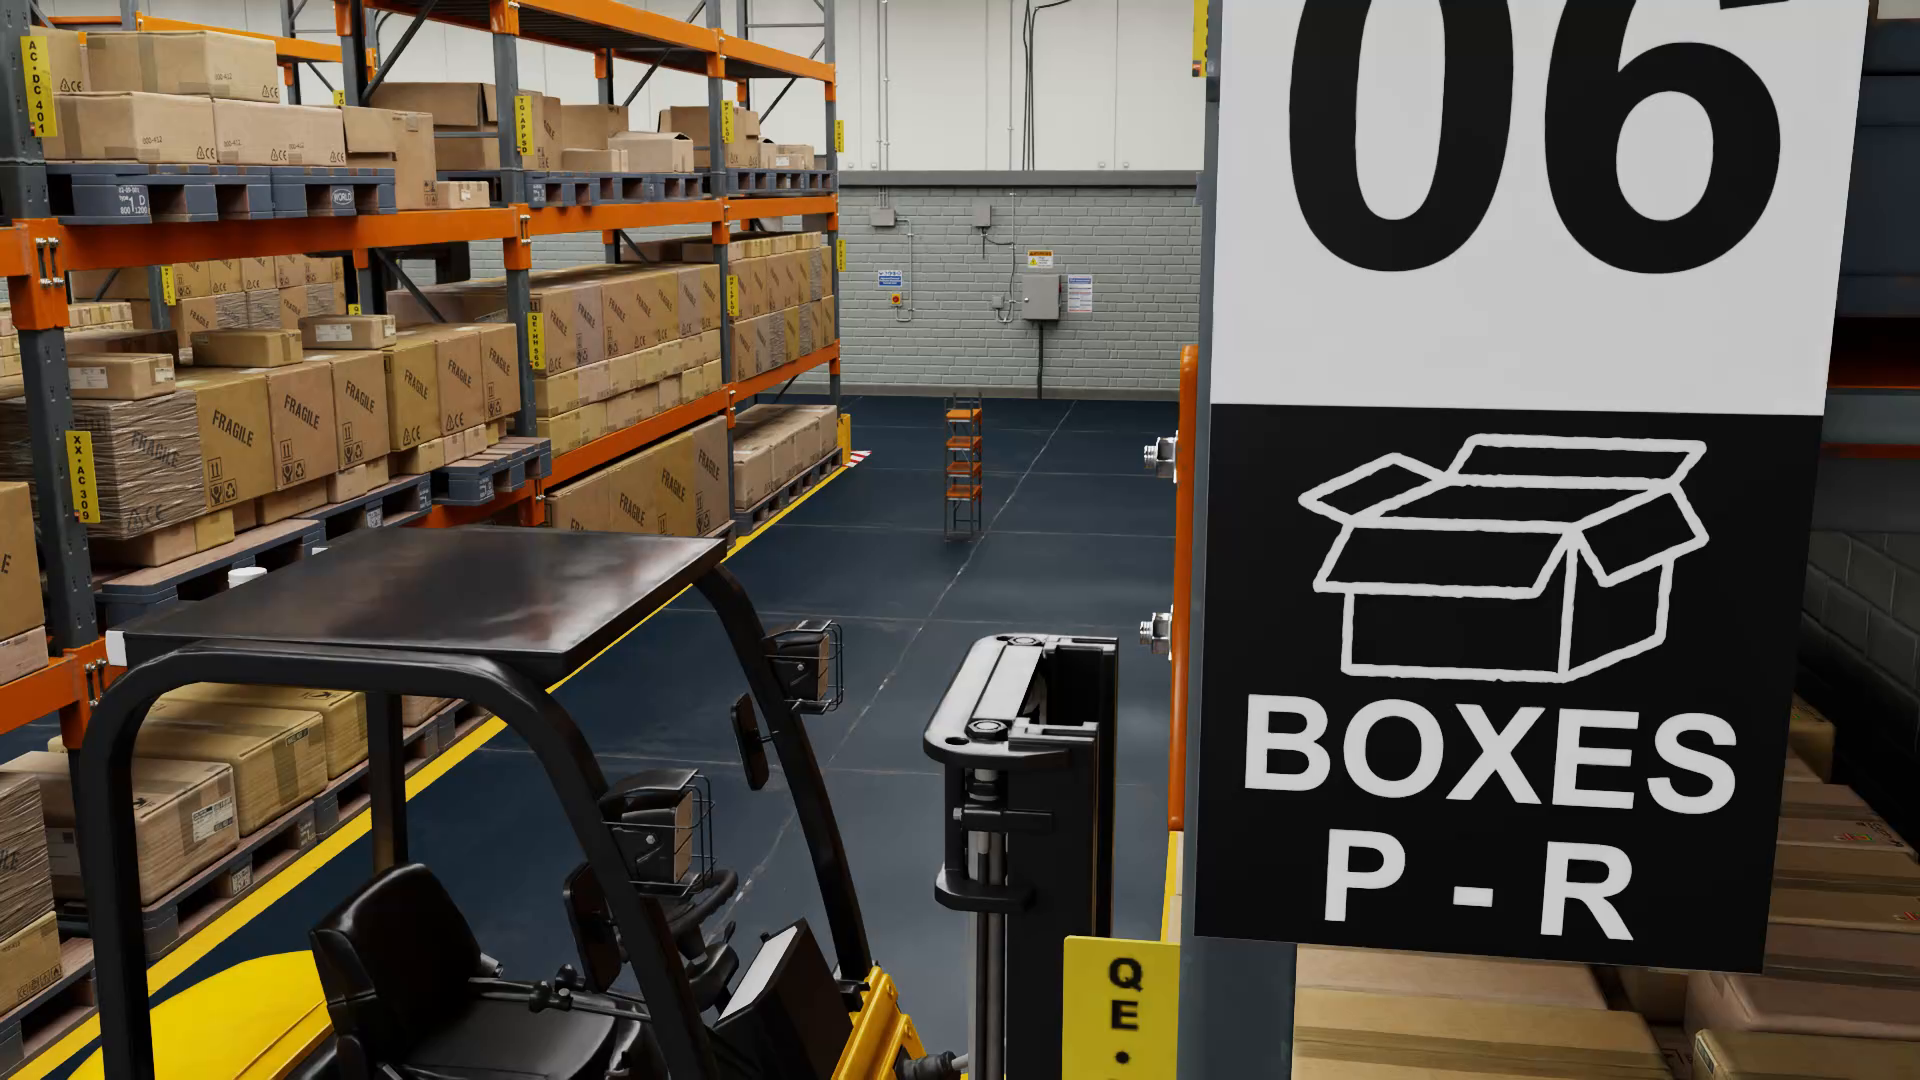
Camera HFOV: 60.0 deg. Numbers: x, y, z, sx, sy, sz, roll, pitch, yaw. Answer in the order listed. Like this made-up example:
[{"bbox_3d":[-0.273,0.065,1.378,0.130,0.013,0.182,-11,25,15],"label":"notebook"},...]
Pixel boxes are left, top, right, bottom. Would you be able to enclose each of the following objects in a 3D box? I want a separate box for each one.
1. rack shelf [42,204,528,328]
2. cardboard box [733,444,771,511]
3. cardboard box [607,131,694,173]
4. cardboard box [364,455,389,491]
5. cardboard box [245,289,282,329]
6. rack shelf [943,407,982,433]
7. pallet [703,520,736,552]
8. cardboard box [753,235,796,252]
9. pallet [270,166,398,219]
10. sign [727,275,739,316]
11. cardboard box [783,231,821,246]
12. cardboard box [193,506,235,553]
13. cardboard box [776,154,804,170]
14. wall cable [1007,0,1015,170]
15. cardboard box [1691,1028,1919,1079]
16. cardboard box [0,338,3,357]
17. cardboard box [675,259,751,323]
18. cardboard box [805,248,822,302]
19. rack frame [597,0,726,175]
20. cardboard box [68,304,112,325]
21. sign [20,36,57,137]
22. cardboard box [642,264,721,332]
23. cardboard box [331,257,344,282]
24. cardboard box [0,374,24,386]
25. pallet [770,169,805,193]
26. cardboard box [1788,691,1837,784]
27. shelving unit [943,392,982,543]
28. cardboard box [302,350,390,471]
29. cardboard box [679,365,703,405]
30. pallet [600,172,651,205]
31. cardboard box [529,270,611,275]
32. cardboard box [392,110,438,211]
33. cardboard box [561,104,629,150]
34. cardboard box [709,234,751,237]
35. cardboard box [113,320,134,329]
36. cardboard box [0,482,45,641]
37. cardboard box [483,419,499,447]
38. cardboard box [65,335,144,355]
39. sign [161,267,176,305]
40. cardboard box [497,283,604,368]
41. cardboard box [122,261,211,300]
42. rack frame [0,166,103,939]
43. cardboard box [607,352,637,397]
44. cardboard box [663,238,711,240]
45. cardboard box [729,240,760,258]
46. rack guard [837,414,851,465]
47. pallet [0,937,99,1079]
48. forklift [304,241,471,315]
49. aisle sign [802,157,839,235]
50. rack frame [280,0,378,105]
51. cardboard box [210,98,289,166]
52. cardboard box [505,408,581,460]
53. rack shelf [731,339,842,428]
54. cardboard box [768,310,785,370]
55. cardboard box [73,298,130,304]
[{"bbox_3d":[-3.316,-1.345,7.702,1.077,0.370,4.000,2,12,9],"label":"rack shelf"},{"bbox_3d":[-2.191,-0.559,14.553,0.875,0.438,0.875,2,12,8],"label":"cardboard box"},{"bbox_3d":[-2.321,-2.917,12.504,0.500,0.311,0.500,2,12,9],"label":"cardboard box"},{"bbox_3d":[-2.986,-0.328,7.995,0.380,0.149,0.250,1,12,7],"label":"cardboard box"},{"bbox_3d":[-6.793,-2.115,15.743,0.500,0.500,0.500,2,12,7],"label":"cardboard box"},{"bbox_3d":[0.025,-1.005,13.944,0.258,0.148,0.480,2,12,9],"label":"rack shelf"},{"bbox_3d":[-2.437,0.047,13.274,1.003,0.211,1.213,2,12,9],"label":"pallet"},{"bbox_3d":[-1.777,-2.818,15.799,0.380,0.149,0.250,2,12,10],"label":"cardboard box"},{"bbox_3d":[-3.267,-1.530,7.296,1.213,0.211,1.003,2,12,9],"label":"pallet"},{"bbox_3d":[-1.856,-1.991,13.552,0.100,0.325,0.005,2,12,9],"label":"sign"},{"bbox_3d":[-1.635,-3.085,17.040,0.380,0.149,0.250,2,12,9],"label":"cardboard box"},{"bbox_3d":[-3.179,-0.053,6.718,0.380,0.149,0.250,2,12,10],"label":"cardboard box"},{"bbox_3d":[-1.744,-3.723,16.392,0.380,0.149,0.250,1,12,4],"label":"cardboard box"},{"bbox_3d":[-0.439,-6.413,22.390,2.355,3.000,0.029,2,12,9],"label":"wall cable"},{"bbox_3d":[0.929,0.604,1.586,0.380,0.149,0.250,2,12,8],"label":"cardboard box"},{"bbox_3d":[-7.408,-1.432,12.413,0.380,0.149,0.250,2,12,11],"label":"cardboard box"},{"bbox_3d":[-2.081,-2.108,14.045,0.500,0.500,0.500,2,12,9],"label":"cardboard box"},{"bbox_3d":[-1.668,-2.632,16.474,0.500,0.500,0.500,2,12,9],"label":"cardboard box"},{"bbox_3d":[-2.393,-4.412,13.105,1.000,3.000,0.127,2,12,9],"label":"rack frame"},{"bbox_3d":[-7.209,-1.846,13.627,0.380,0.149,0.250,2,12,7],"label":"cardboard box"},{"bbox_3d":[-3.086,-1.517,5.565,0.100,0.325,0.005,2,12,9],"label":"sign"},{"bbox_3d":[-2.214,-1.916,13.152,0.500,0.500,0.500,2,12,10],"label":"cardboard box"},{"bbox_3d":[-6.587,-2.926,17.132,0.500,0.500,0.500,1,12,7],"label":"cardboard box"},{"bbox_3d":[-3.704,-0.420,6.884,0.500,0.500,0.500,2,12,9],"label":"cardboard box"},{"bbox_3d":[-2.067,-3.325,15.394,1.003,0.211,1.213,2,12,9],"label":"pallet"},{"bbox_3d":[1.236,0.337,2.824,0.380,0.149,0.250,2,12,7],"label":"cardboard box"},{"bbox_3d":[0.025,-0.621,14.027,0.258,1.200,0.503,2,12,9],"label":"shelving unit"},{"bbox_3d":[-3.034,-0.616,7.791,0.500,0.500,0.500,1,12,6],"label":"cardboard box"},{"bbox_3d":[-2.293,-1.198,12.790,0.500,0.250,0.500,2,12,8],"label":"cardboard box"},{"bbox_3d":[-2.793,-2.389,11.288,1.003,0.211,1.213,2,12,11],"label":"pallet"},{"bbox_3d":[-2.875,-1.724,12.260,0.500,0.500,0.500,2,12,7],"label":"cardboard box"},{"bbox_3d":[-3.164,-1.965,8.633,0.700,0.500,0.500,2,12,9],"label":"cardboard box"},{"bbox_3d":[-2.815,-3.026,12.559,0.500,0.500,0.500,2,12,8],"label":"cardboard box"},{"bbox_3d":[-2.240,-2.883,16.099,0.380,0.149,0.250,2,12,9],"label":"cardboard box"},{"bbox_3d":[-7.166,-1.757,13.921,0.380,0.149,0.250,2,12,10],"label":"cardboard box"},{"bbox_3d":[-3.446,0.092,5.501,0.500,0.500,0.500,2,12,7],"label":"cardboard box"},{"bbox_3d":[-2.796,-0.595,9.234,0.380,0.149,0.250,2,12,10],"label":"cardboard box"},{"bbox_3d":[-3.683,-0.778,7.003,0.380,0.149,0.250,2,12,7],"label":"cardboard box"},{"bbox_3d":[-6.751,-2.167,14.182,0.100,0.325,0.005,2,12,9],"label":"sign"},{"bbox_3d":[-2.624,-1.383,10.678,0.500,0.500,0.500,2,12,9],"label":"cardboard box"},{"bbox_3d":[-6.990,-2.388,14.636,0.500,0.500,0.500,2,12,10],"label":"cardboard box"},{"bbox_3d":[-3.624,0.186,6.010,1.000,3.000,0.127,2,12,9],"label":"rack frame"},{"bbox_3d":[-2.517,-1.126,11.268,0.500,0.250,0.500,2,12,8],"label":"cardboard box"},{"bbox_3d":[-2.440,-2.618,14.871,0.380,0.149,0.250,2,12,8],"label":"cardboard box"},{"bbox_3d":[-1.968,-2.550,14.553,0.380,0.149,0.250,2,12,8],"label":"cardboard box"},{"bbox_3d":[-1.774,-1.095,17.888,1.175,0.500,0.348,2,12,9],"label":"rack guard"},{"bbox_3d":[-3.692,1.690,5.650,1.003,0.211,1.213,2,12,9],"label":"pallet"},{"bbox_3d":[-4.967,-1.610,14.506,1.130,2.935,3.031,3,13,14],"label":"forklift"},{"bbox_3d":[-1.461,-3.588,17.350,0.394,0.787,0.004,2,12,9],"label":"aisle sign"},{"bbox_3d":[-6.685,-5.384,17.616,1.000,3.000,0.127,2,12,9],"label":"rack frame"},{"bbox_3d":[-3.061,-1.626,6.660,0.500,0.250,0.500,2,12,8],"label":"cardboard box"},{"bbox_3d":[-2.685,-0.667,10.324,0.500,0.250,0.500,2,12,8],"label":"cardboard box"},{"bbox_3d":[-2.086,-1.544,15.745,1.077,0.370,4.000,2,12,9],"label":"rack shelf"},{"bbox_3d":[-1.898,-1.825,15.106,0.500,0.500,0.500,2,12,9],"label":"cardboard box"},{"bbox_3d":[-7.505,-1.923,14.852,0.500,0.500,0.500,2,12,9],"label":"cardboard box"}]
